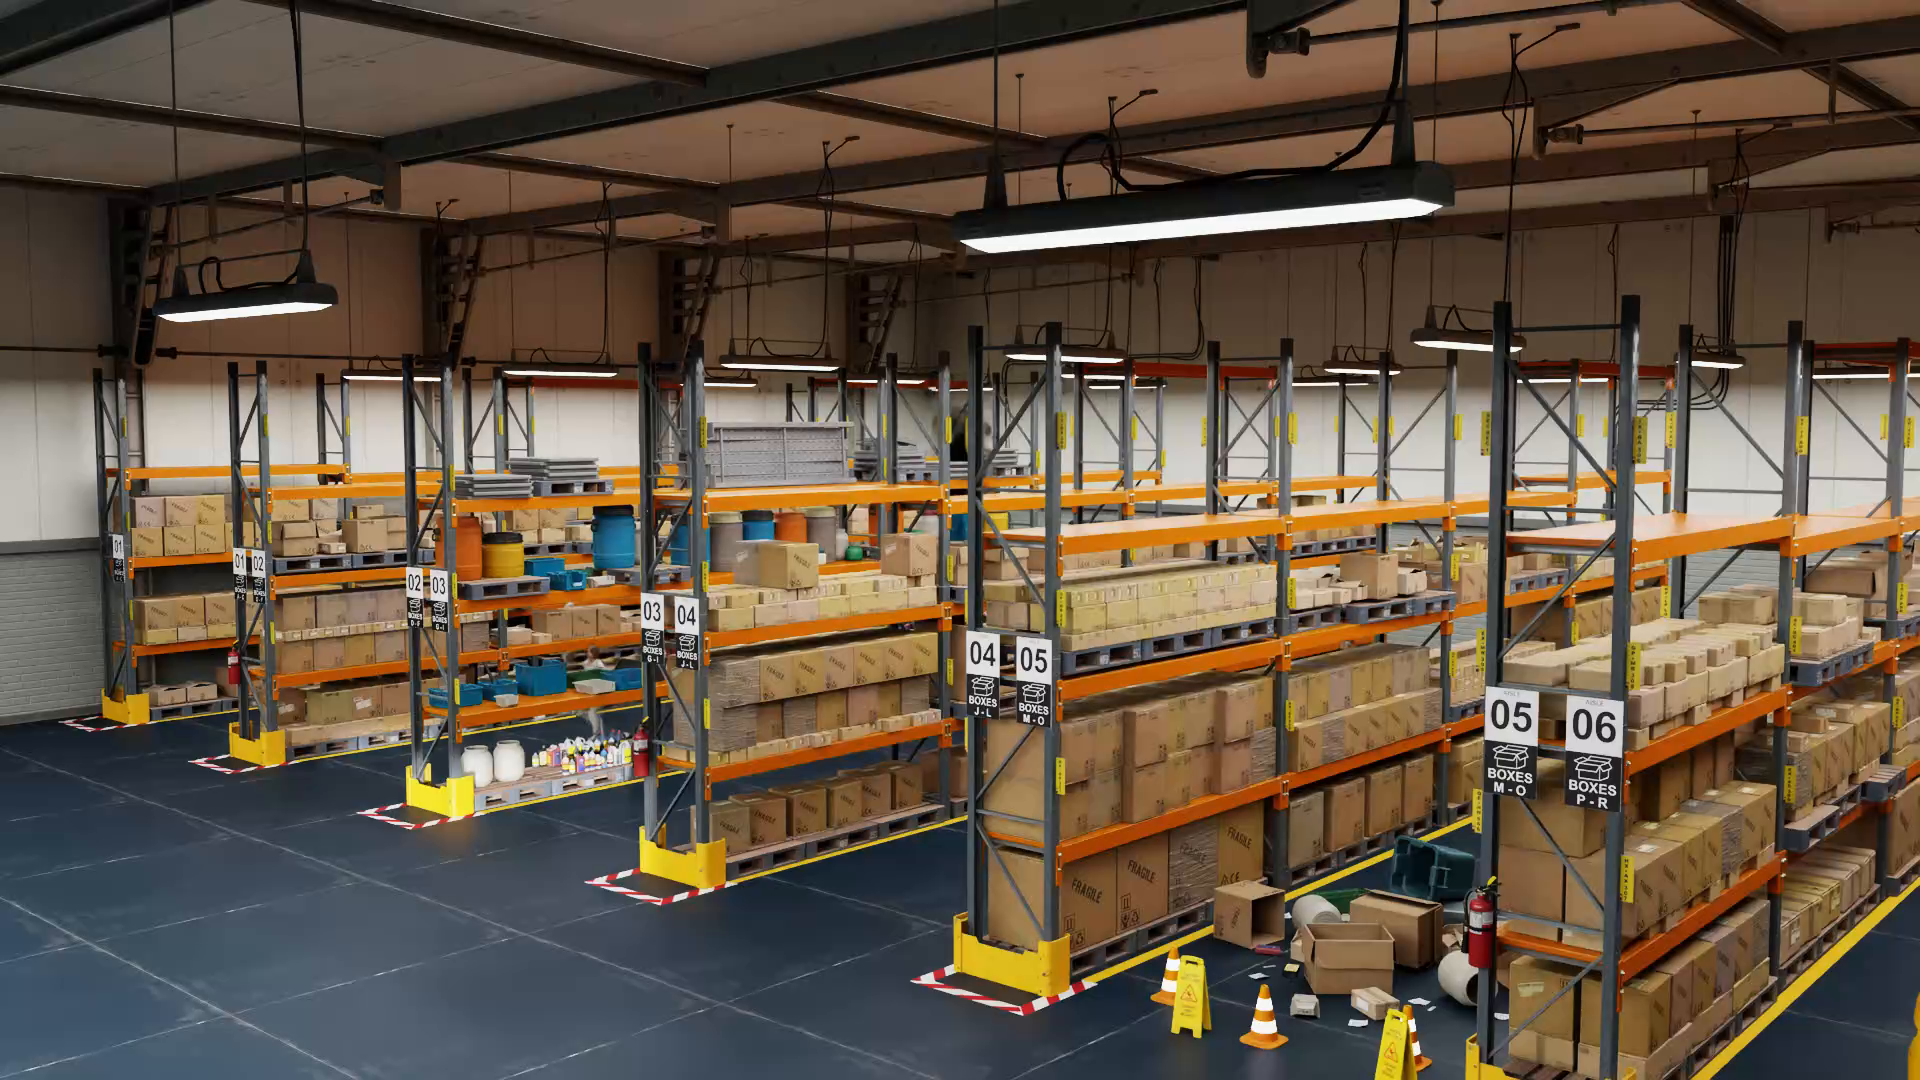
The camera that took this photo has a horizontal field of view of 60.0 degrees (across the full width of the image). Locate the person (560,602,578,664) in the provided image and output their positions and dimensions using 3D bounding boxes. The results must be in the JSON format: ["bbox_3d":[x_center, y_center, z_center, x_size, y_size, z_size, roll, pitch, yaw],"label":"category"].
[{"bbox_3d":[-7.389,2.000,31.424,0.612,1.653,0.894,3,5,37],"label":"person"}]

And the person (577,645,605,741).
[{"bbox_3d":[-5.857,2.440,26.445,0.518,1.554,0.526,3,5,32],"label":"person"}]

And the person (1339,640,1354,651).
[{"bbox_3d":[6.095,2.364,26.571,0.585,1.671,0.630,3,5,36],"label":"person"}]
